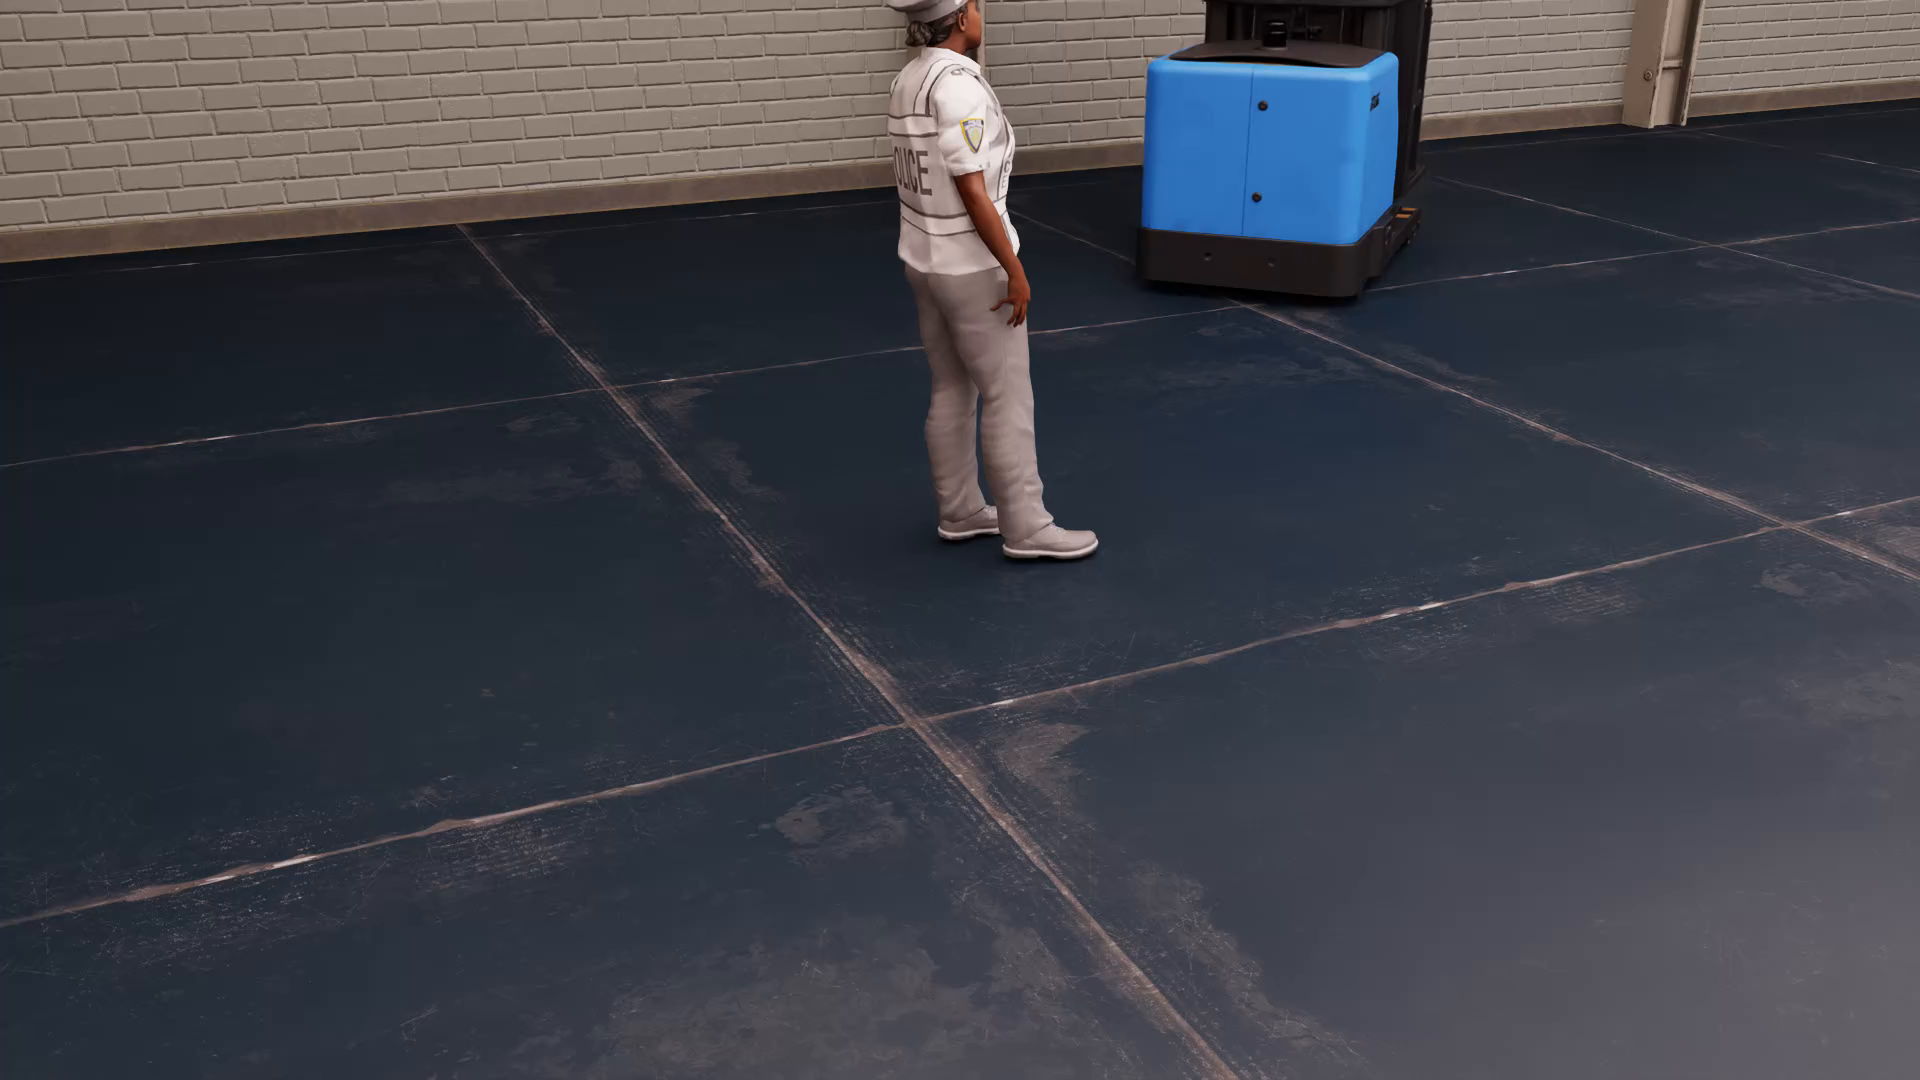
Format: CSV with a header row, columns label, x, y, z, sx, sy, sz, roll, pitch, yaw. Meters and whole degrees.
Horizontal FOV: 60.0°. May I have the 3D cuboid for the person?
label,x,y,z,sx,sy,sz,roll,pitch,yaw
person,0.076,-0.795,4.792,0.528,1.697,0.570,-10,25,-23

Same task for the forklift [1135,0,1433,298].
label,x,y,z,sx,sy,sz,roll,pitch,yaw
forklift,1.879,-2.992,8.490,1.130,2.935,3.031,9,24,21
